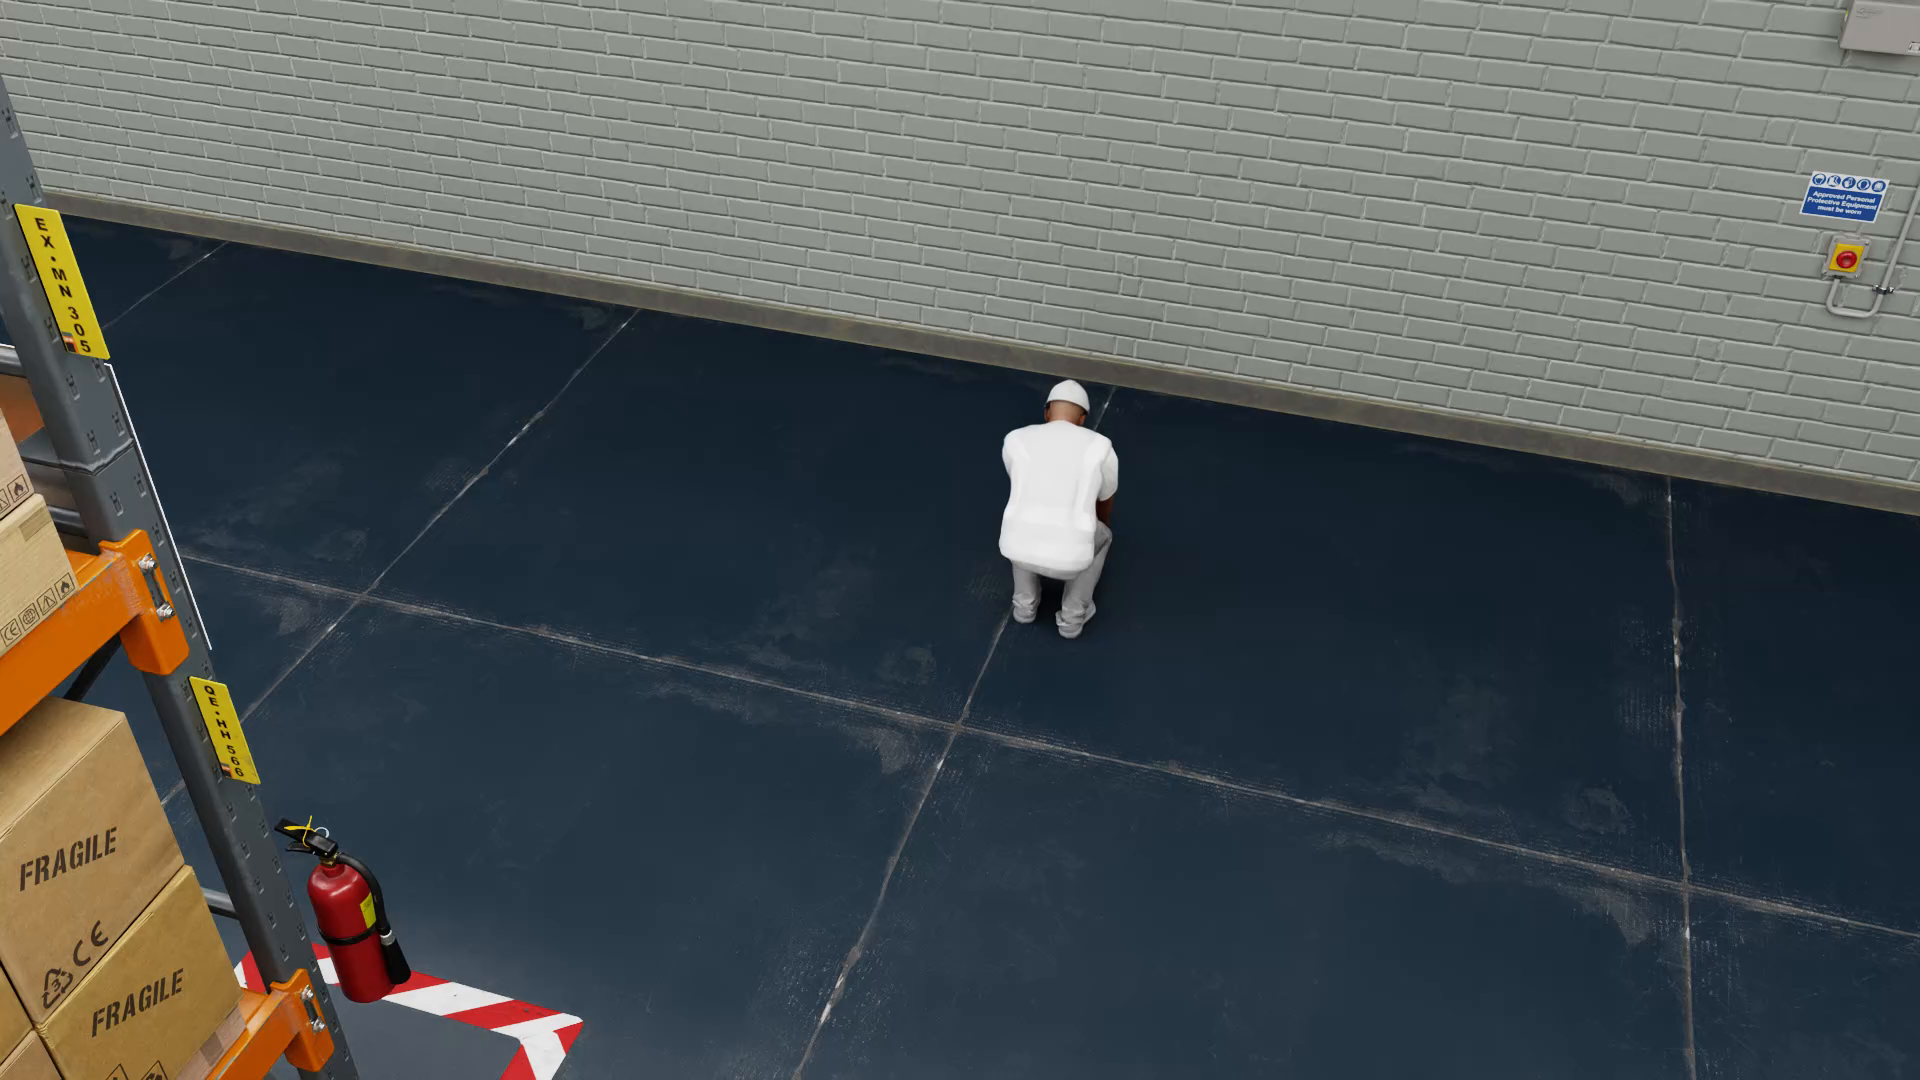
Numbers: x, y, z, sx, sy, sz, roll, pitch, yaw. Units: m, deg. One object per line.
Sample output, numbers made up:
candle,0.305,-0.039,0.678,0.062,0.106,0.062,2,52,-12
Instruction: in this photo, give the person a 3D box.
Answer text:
person,0.430,-0.126,7.676,0.537,1.013,0.902,10,38,13
